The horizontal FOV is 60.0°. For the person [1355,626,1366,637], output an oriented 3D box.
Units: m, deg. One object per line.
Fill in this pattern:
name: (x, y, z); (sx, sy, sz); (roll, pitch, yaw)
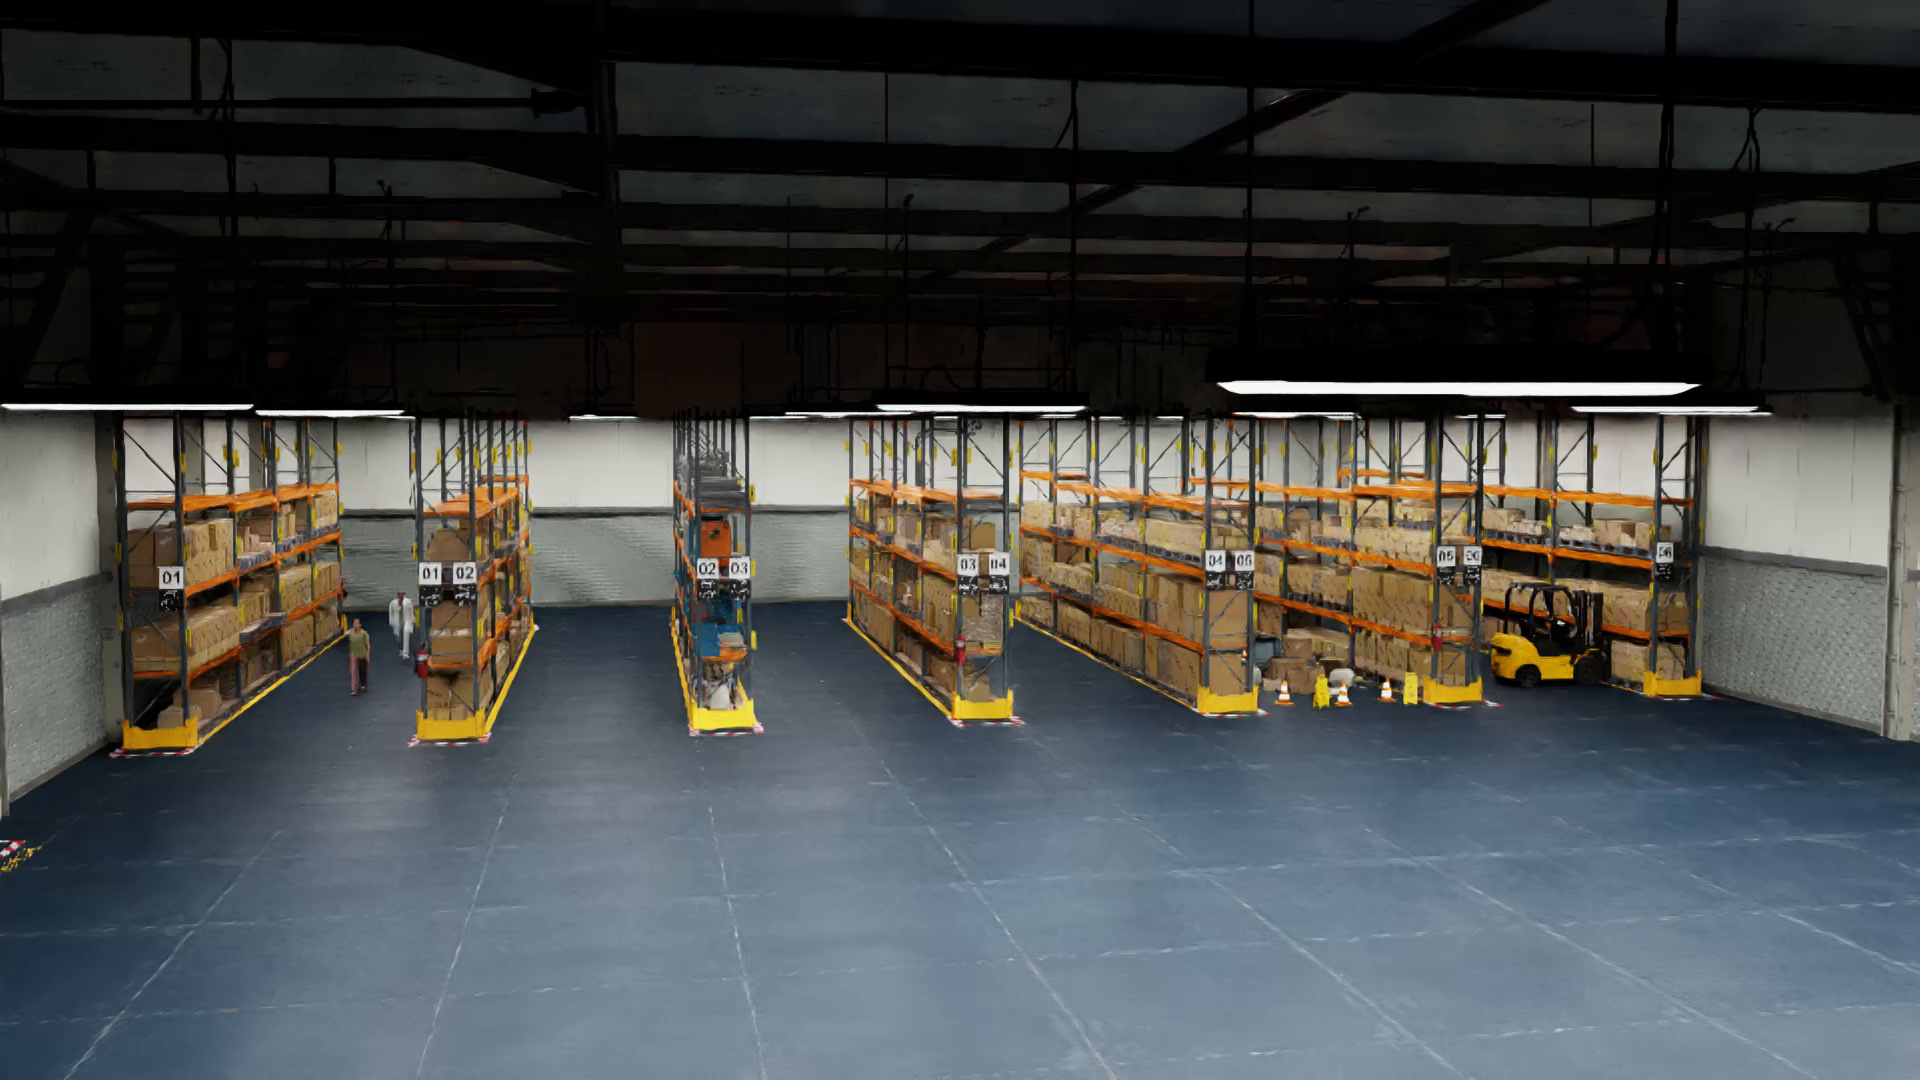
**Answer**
person: (10.519, 1.731, 43.546); (0.580, 1.763, 0.673); (1, 4, 17)

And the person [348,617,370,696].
person: (-12.626, 2.427, 34.956); (0.456, 1.612, 1.019); (-1, 4, -13)

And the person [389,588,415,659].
person: (-13.488, 2.001, 40.154); (0.598, 1.698, 1.172); (-1, 4, -9)
